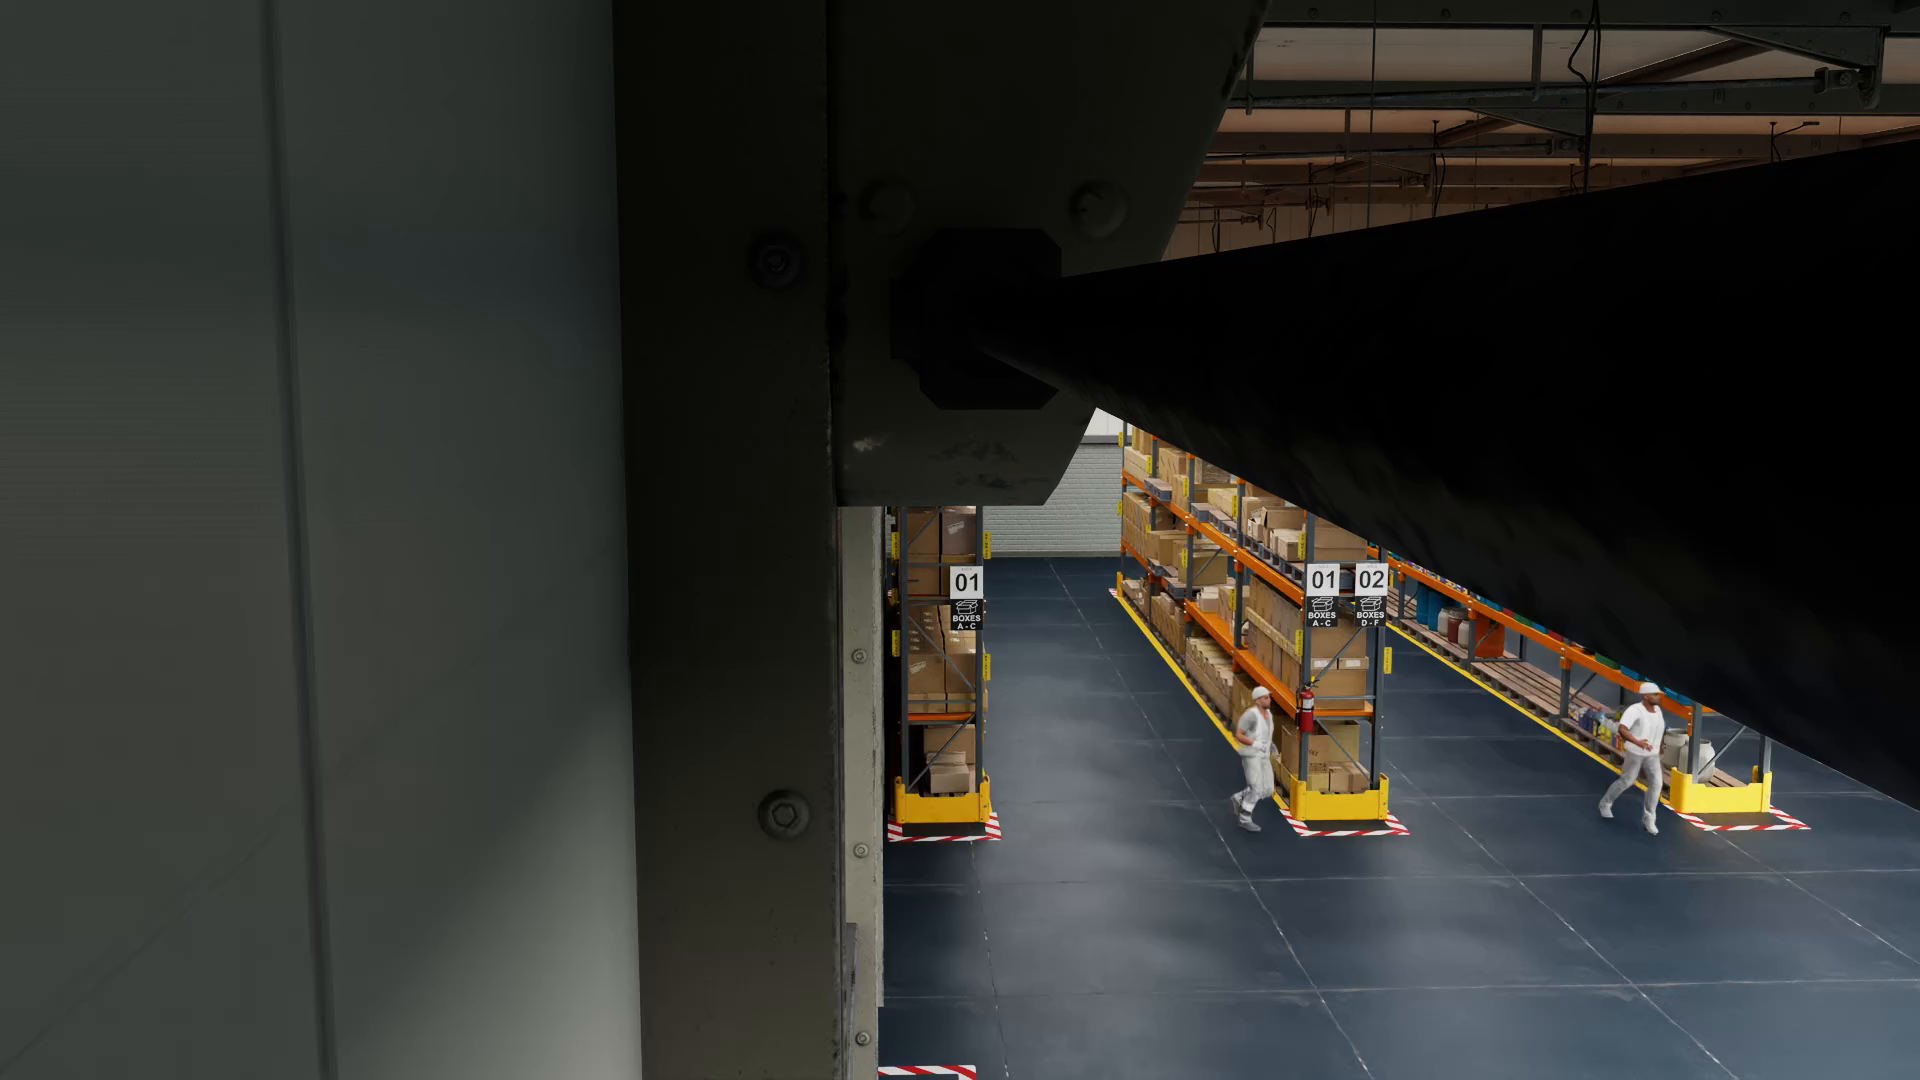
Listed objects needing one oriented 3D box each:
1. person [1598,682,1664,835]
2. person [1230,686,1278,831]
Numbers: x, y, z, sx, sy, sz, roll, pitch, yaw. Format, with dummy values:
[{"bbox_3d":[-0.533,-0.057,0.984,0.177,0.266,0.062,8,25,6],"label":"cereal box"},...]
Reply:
[{"bbox_3d":[8.359,2.625,20.330,0.758,1.787,0.826,-3,9,-21],"label":"person"},{"bbox_3d":[3.592,2.620,20.121,0.684,1.729,0.644,-7,11,-42],"label":"person"}]
